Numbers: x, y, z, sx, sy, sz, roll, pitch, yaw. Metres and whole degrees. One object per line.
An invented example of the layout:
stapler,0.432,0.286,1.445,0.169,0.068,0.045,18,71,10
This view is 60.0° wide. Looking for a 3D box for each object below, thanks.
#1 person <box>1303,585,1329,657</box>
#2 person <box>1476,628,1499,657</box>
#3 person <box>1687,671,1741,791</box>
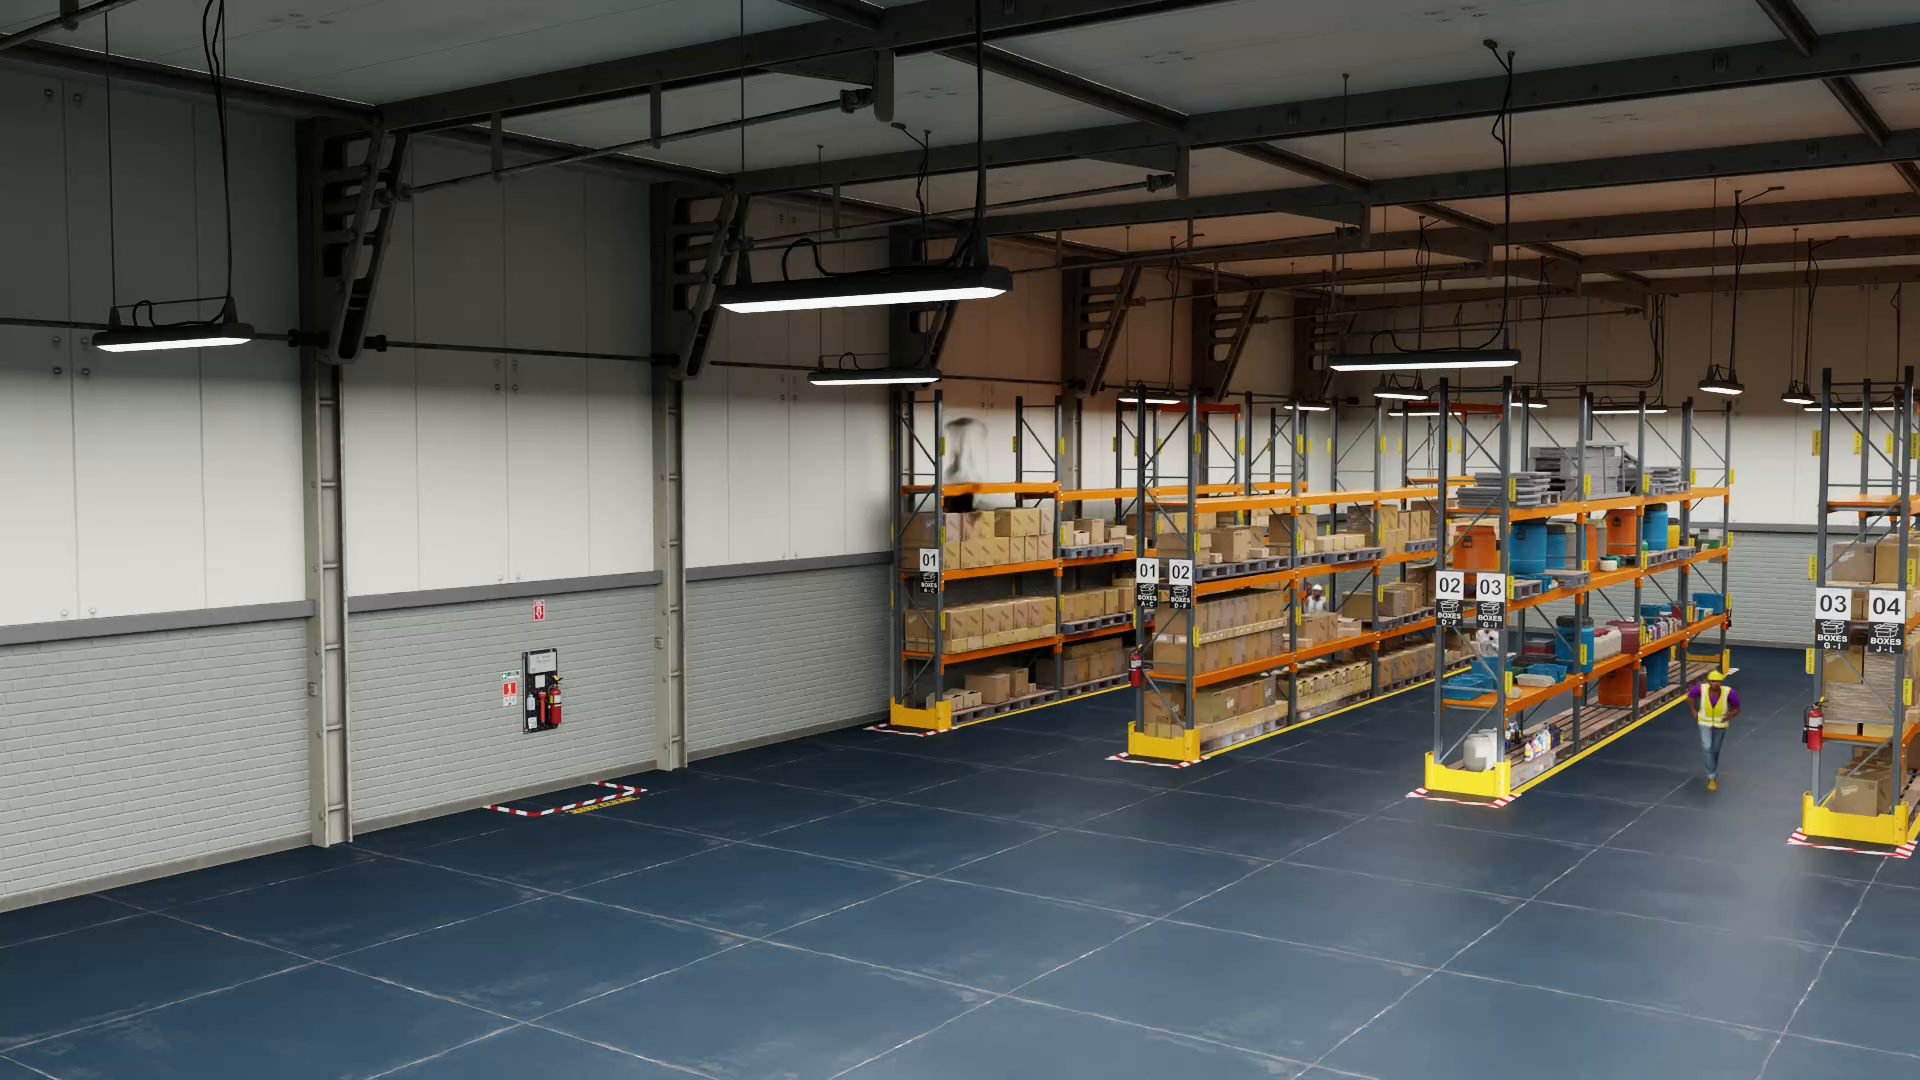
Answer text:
person,8.486,1.926,39.678,0.694,1.728,0.672,2,4,29
person,10.426,2.324,32.777,0.601,1.616,0.862,2,4,31
person,11.131,2.769,24.587,0.710,1.753,1.048,1,3,23
